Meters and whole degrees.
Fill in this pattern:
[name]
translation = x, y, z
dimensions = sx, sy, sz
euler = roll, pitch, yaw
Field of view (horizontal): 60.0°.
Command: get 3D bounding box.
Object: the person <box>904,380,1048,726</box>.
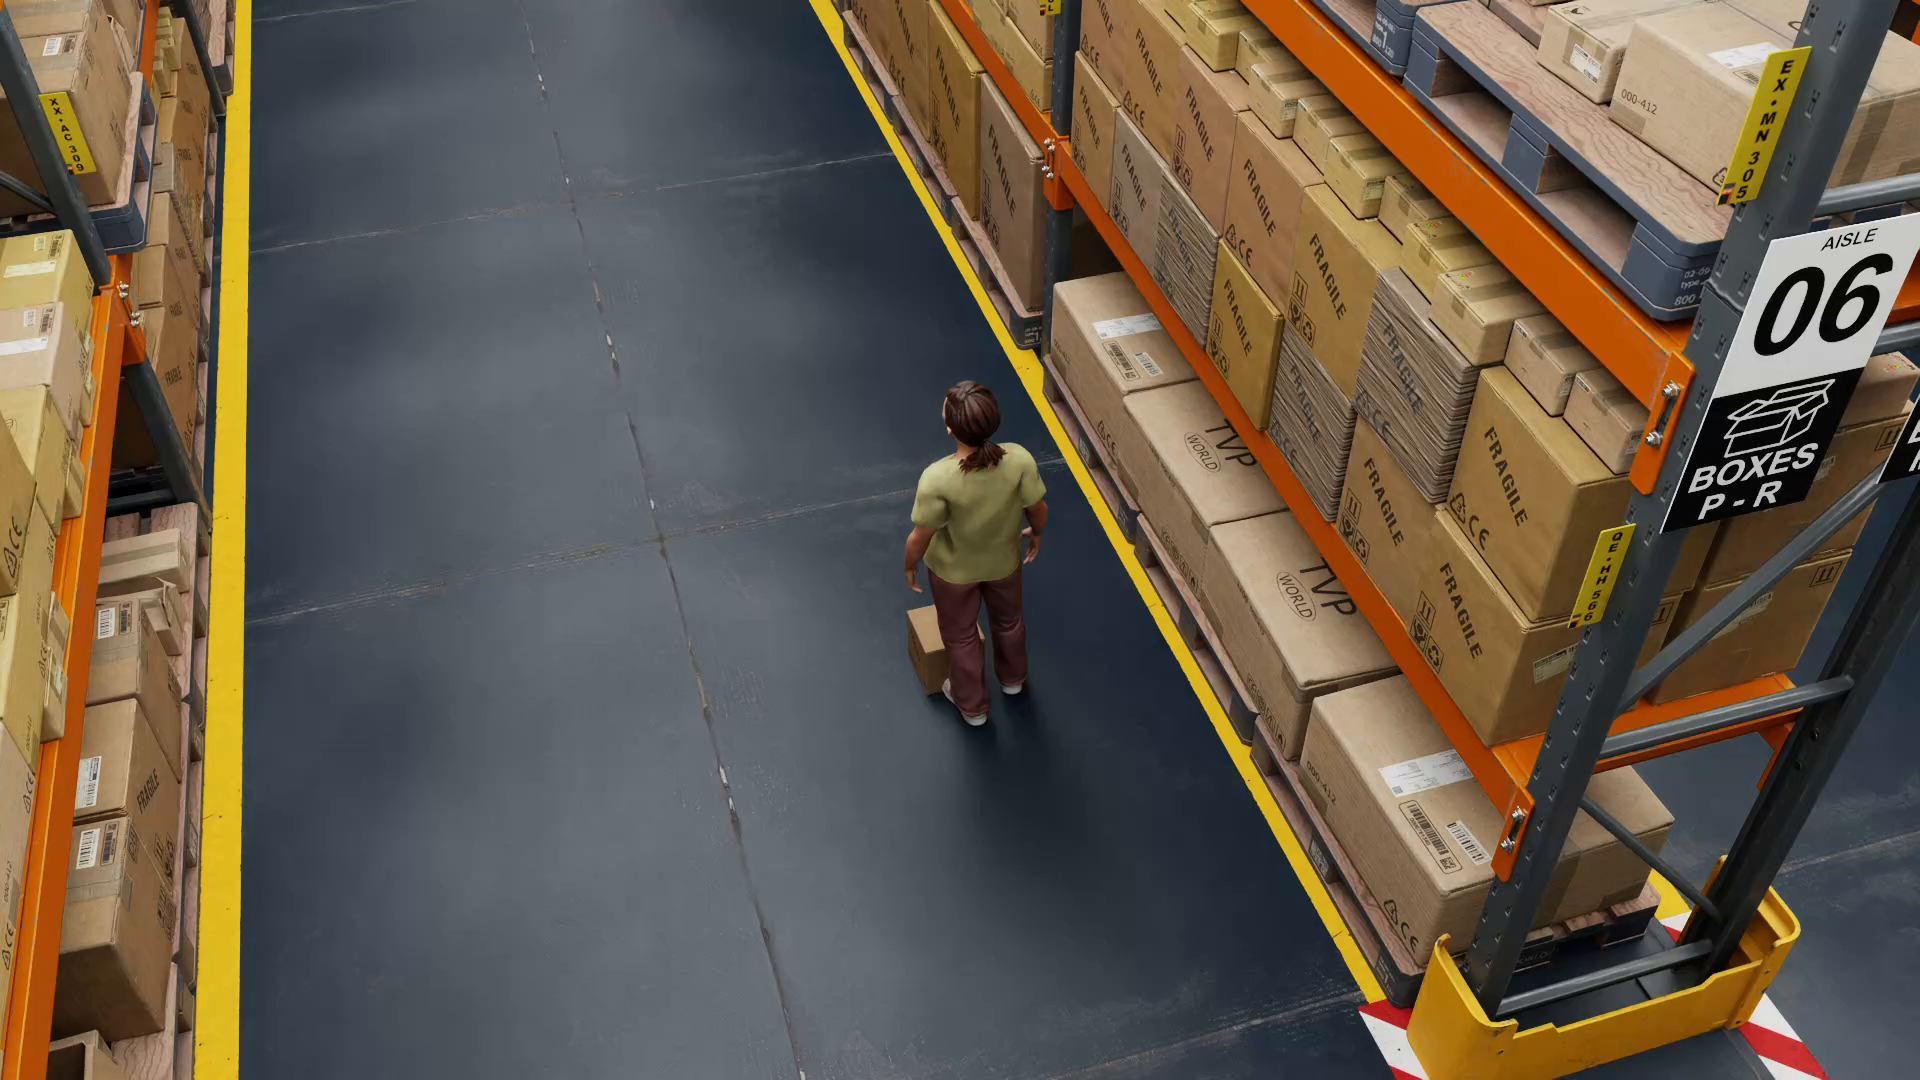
[person]
translation = 0.039, 0.031, 6.113
dimensions = 0.553, 1.675, 0.549
euler = -12, 44, -13
